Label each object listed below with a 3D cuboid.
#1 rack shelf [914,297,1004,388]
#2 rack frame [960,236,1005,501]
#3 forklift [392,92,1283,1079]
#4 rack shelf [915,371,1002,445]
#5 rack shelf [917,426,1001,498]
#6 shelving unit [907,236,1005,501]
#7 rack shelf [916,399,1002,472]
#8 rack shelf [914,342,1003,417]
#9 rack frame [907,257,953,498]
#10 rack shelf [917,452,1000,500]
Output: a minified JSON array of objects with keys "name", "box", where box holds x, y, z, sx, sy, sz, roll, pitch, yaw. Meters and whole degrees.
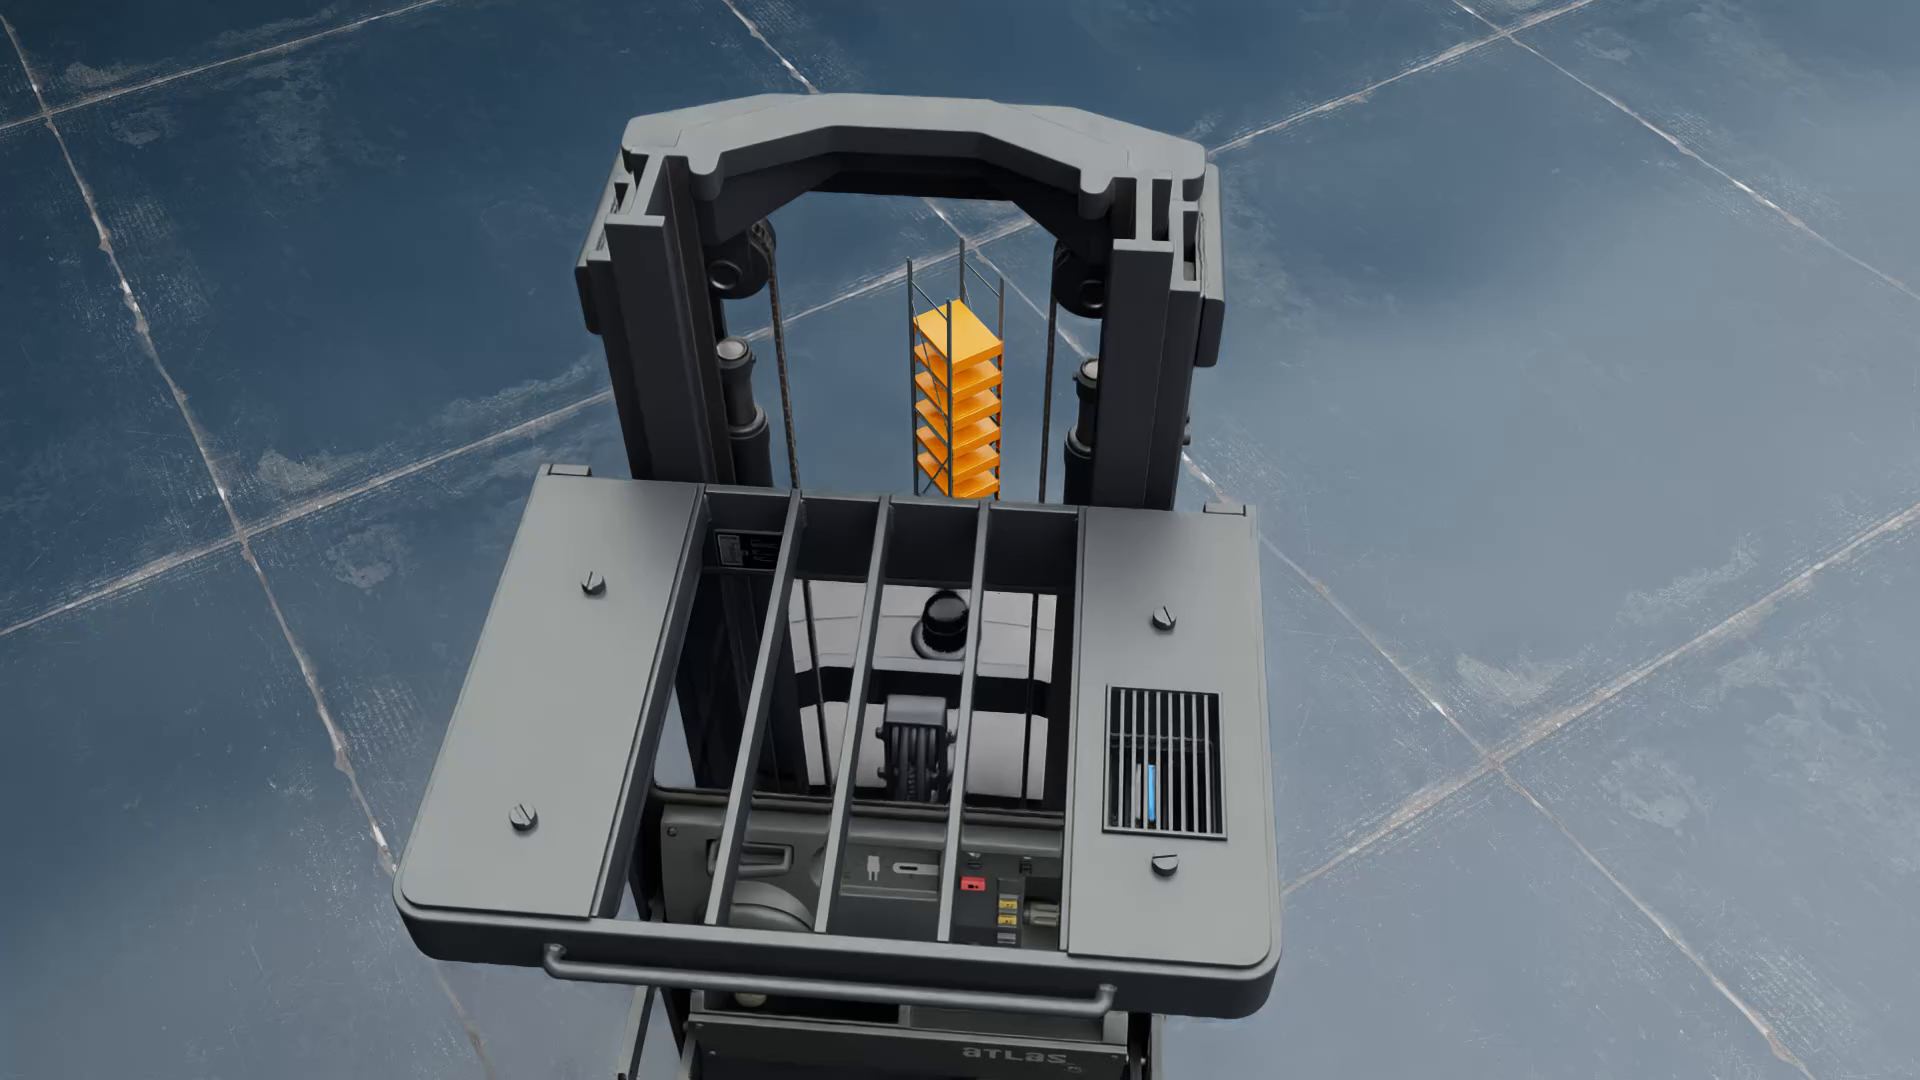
[{"name":"rack shelf","box":[-0.012,-0.603,5.061,0.180,0.103,0.258,-25,53,-21]},{"name":"rack frame","box":[0.065,-0.430,5.329,0.006,1.200,0.240,-25,53,-21]},{"name":"forklift","box":[-0.123,0.826,3.052,1.130,2.935,3.031,3,48,3]},{"name":"rack shelf","box":[-0.012,-0.444,5.240,0.180,0.103,0.258,-25,53,-21]},{"name":"rack shelf","box":[-0.012,-0.284,5.420,0.180,0.103,0.258,-25,53,-21]},{"name":"shelving unit","box":[-0.012,-0.393,5.297,0.189,1.200,0.258,-25,53,-21]},{"name":"rack shelf","box":[-0.012,-0.364,5.330,0.180,0.103,0.258,-25,53,-21]},{"name":"rack shelf","box":[-0.012,-0.523,5.151,0.180,0.103,0.258,-25,53,-21]},{"name":"rack frame","box":[-0.090,-0.357,5.264,0.006,1.200,0.240,-25,53,-21]},{"name":"rack shelf","box":[-0.012,-0.204,5.509,0.180,0.103,0.258,-25,53,-21]}]
